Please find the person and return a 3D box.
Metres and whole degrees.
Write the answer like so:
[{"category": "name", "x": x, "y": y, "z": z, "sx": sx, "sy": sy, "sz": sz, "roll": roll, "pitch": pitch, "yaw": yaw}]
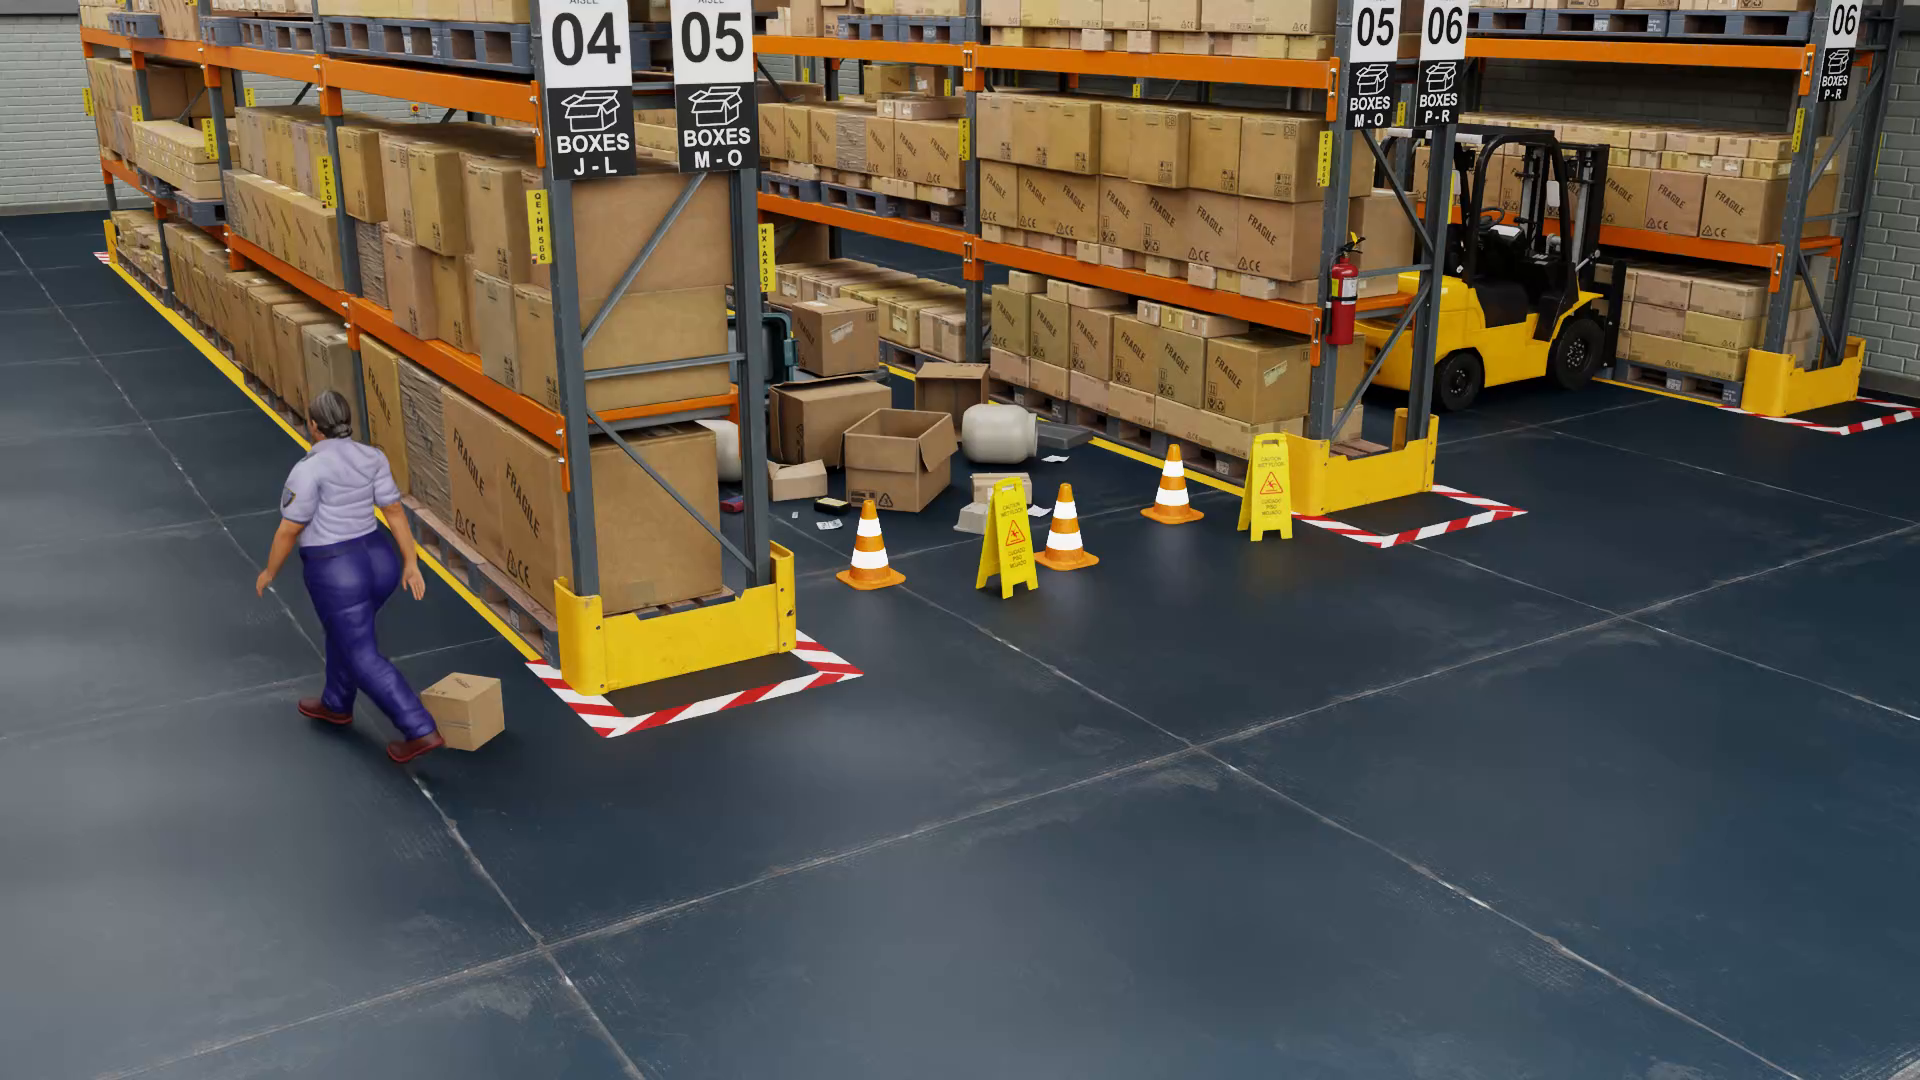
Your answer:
[{"category": "person", "x": -2.622, "y": 0.144, "z": 7.157, "sx": 1.068, "sy": 1.587, "sz": 0.526, "roll": 10, "pitch": 21, "yaw": 28}]
